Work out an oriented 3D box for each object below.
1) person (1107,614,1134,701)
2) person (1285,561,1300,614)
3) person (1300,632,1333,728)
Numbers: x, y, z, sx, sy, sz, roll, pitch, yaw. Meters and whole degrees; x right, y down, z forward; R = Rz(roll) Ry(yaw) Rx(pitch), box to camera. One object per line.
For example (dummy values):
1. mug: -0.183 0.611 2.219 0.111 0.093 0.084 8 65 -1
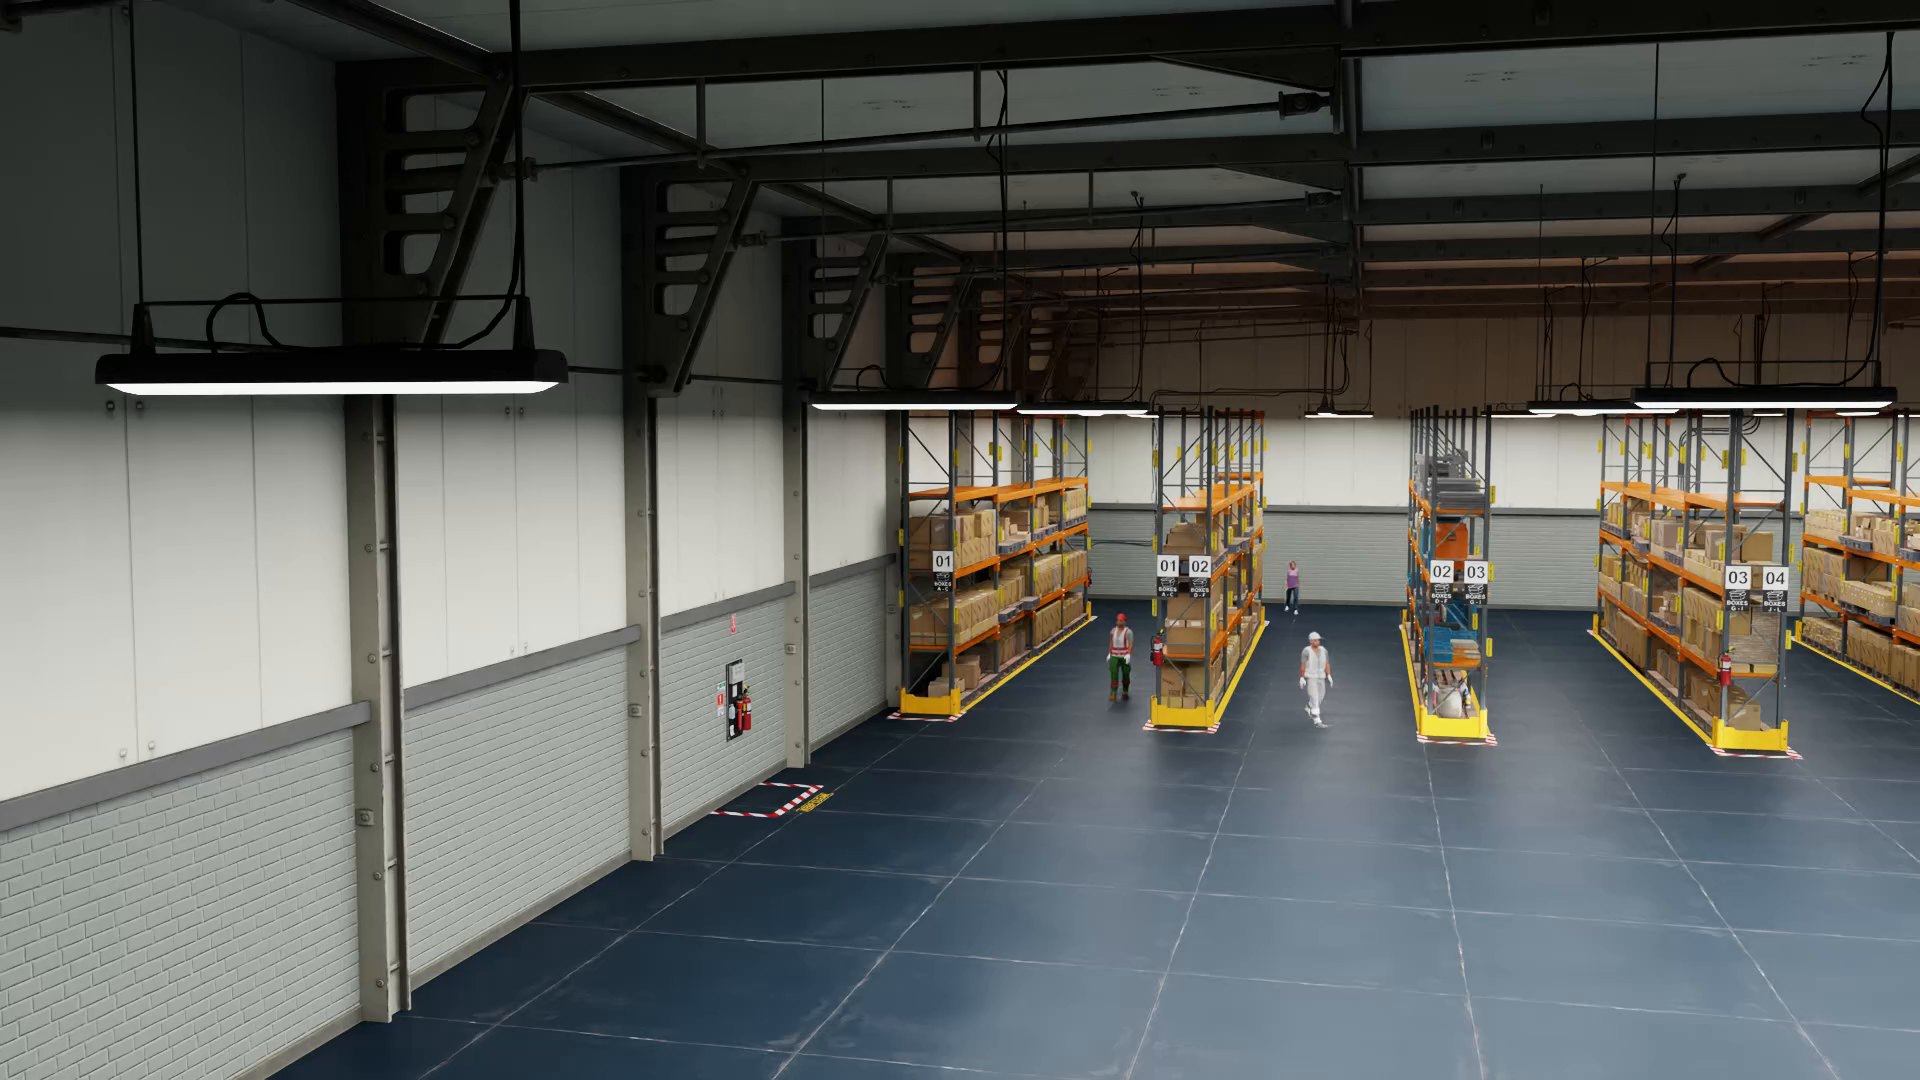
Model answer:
1. person: 3.270 2.385 34.054 0.586 1.720 1.034 1 4 15
2. person: 9.859 1.393 49.284 0.441 1.552 0.889 0 4 3
3. person: 6.665 2.599 31.252 0.589 1.774 0.894 -1 4 -18
